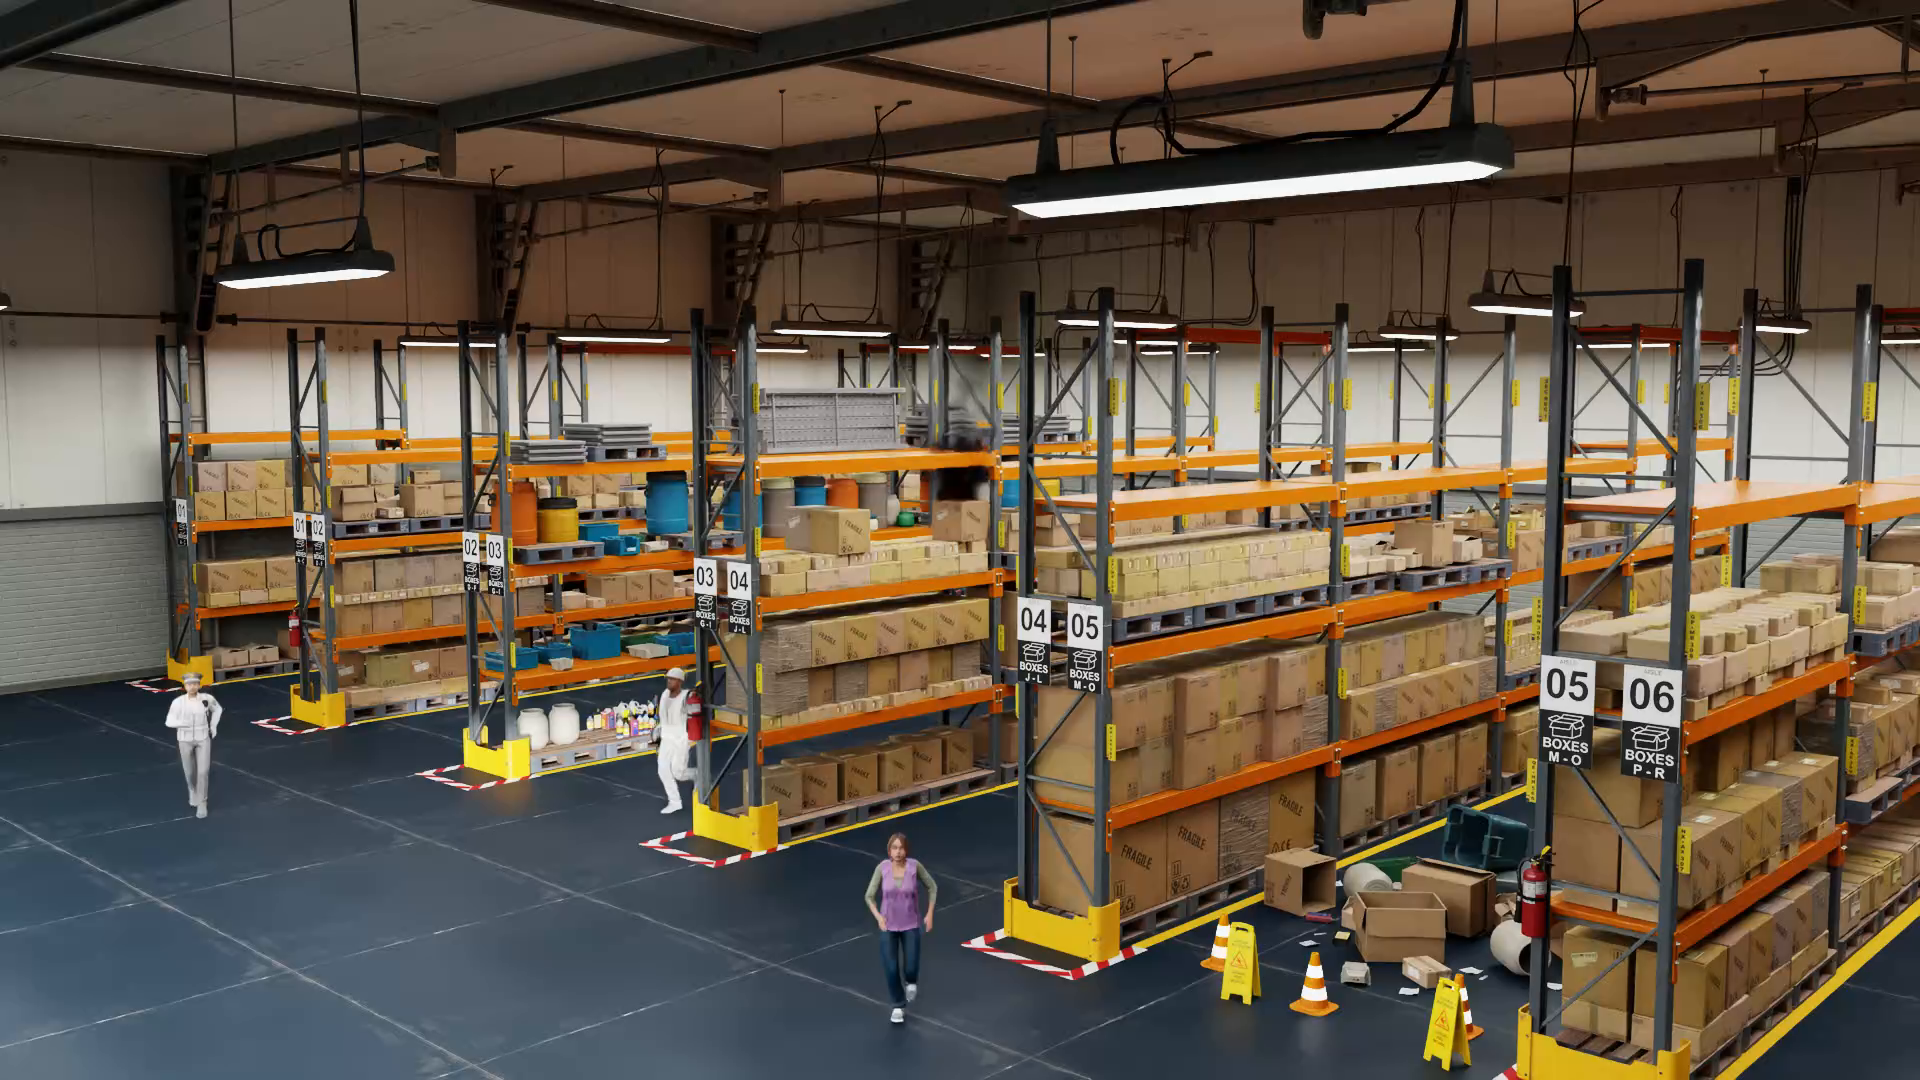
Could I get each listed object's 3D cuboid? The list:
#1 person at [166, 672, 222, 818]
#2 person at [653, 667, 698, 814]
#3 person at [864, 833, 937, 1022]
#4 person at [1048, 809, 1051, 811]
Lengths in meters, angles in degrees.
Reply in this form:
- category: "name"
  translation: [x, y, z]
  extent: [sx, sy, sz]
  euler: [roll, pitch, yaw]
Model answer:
- category: "person"
  translation: [-9.170, 2.416, 19.932]
  extent: [0.610, 1.683, 0.910]
  euler: [-2, 6, -23]
- category: "person"
  translation: [-3.387, 2.400, 20.195]
  extent: [0.685, 1.743, 0.708]
  euler: [4, 7, 34]
- category: "person"
  translation: [-0.477, 3.127, 13.453]
  extent: [0.590, 1.550, 0.571]
  euler: [0, 5, -1]
- category: "person"
  translation: [1.076, 2.595, 18.081]
  extent: [0.635, 1.727, 0.564]
  euler: [5, 7, 41]
